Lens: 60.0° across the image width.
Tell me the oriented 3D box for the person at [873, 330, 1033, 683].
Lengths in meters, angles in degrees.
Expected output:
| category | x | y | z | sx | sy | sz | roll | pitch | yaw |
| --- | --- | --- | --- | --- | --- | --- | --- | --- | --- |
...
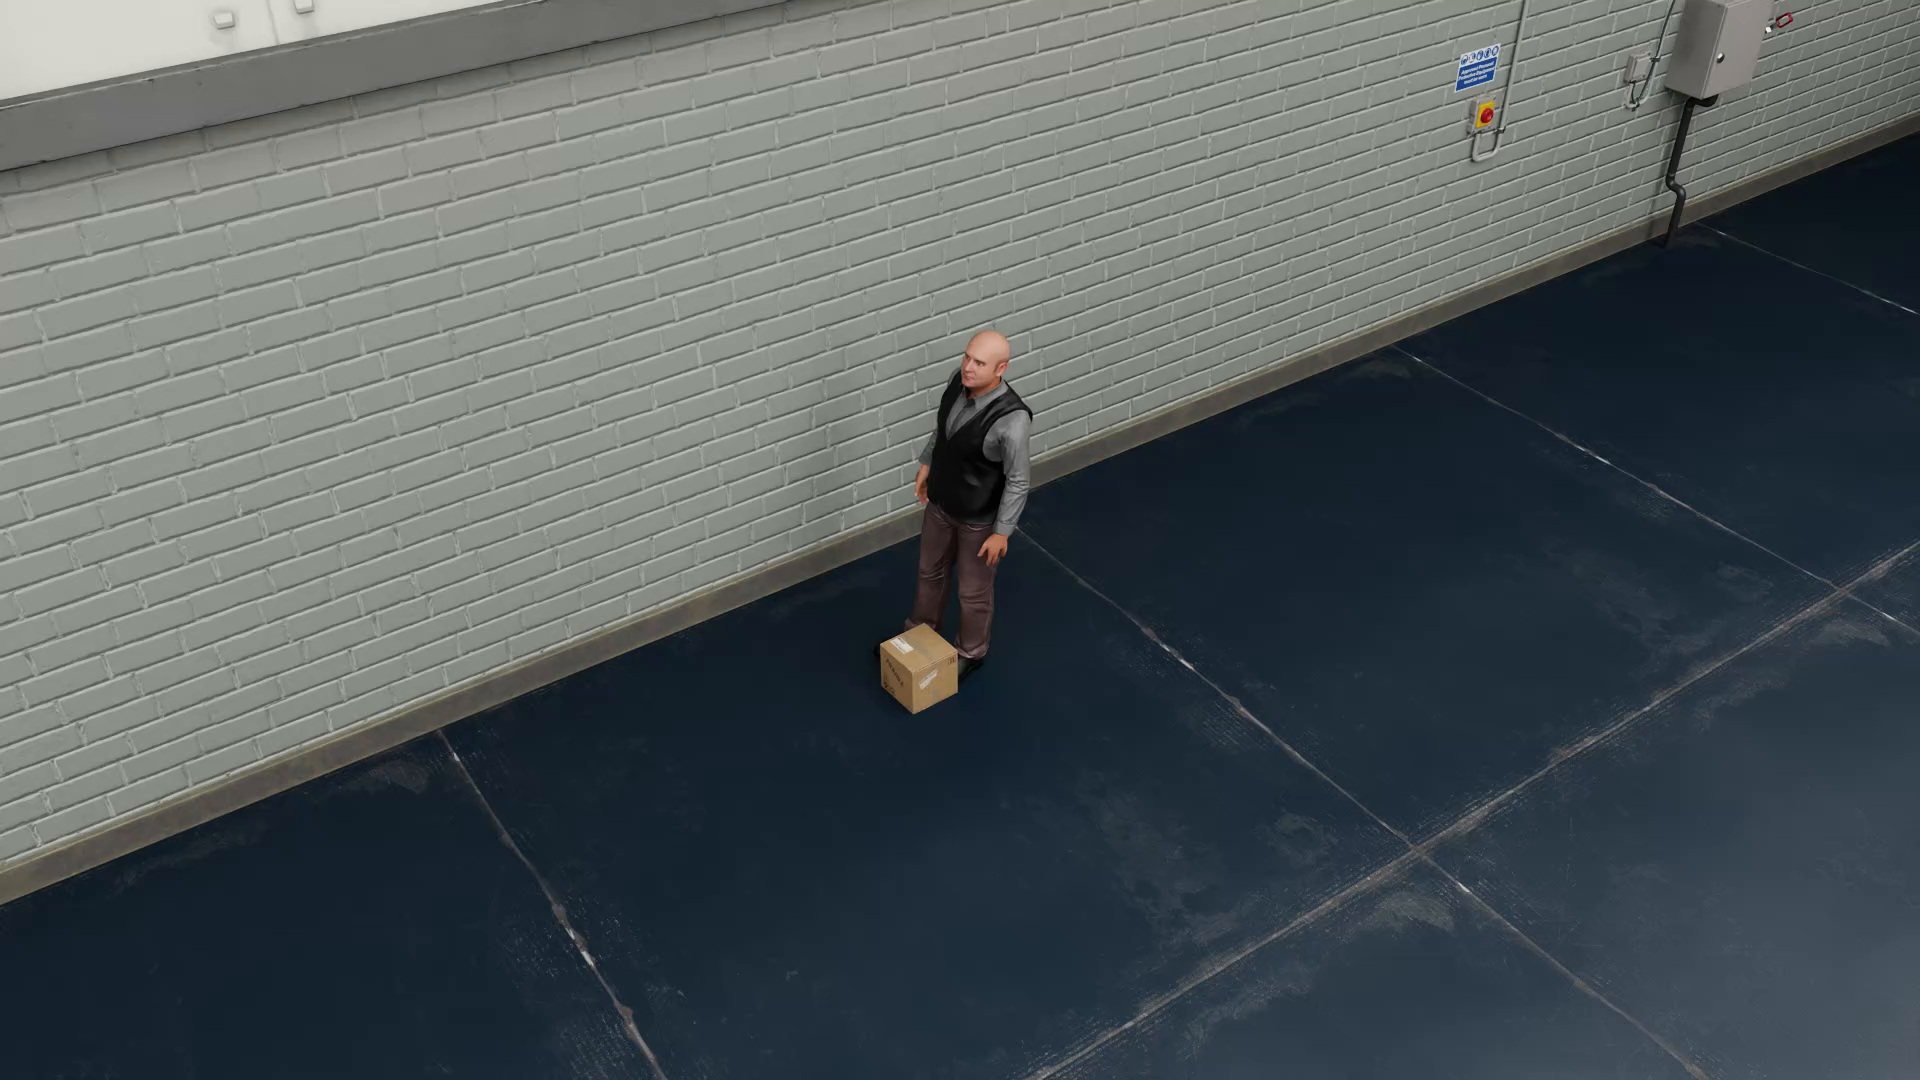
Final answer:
| category | x | y | z | sx | sy | sz | roll | pitch | yaw |
| --- | --- | --- | --- | --- | --- | --- | --- | --- | --- |
| person | -0.022 | -0.113 | 7.164 | 0.551 | 1.722 | 0.633 | -22 | 42 | -28 |
